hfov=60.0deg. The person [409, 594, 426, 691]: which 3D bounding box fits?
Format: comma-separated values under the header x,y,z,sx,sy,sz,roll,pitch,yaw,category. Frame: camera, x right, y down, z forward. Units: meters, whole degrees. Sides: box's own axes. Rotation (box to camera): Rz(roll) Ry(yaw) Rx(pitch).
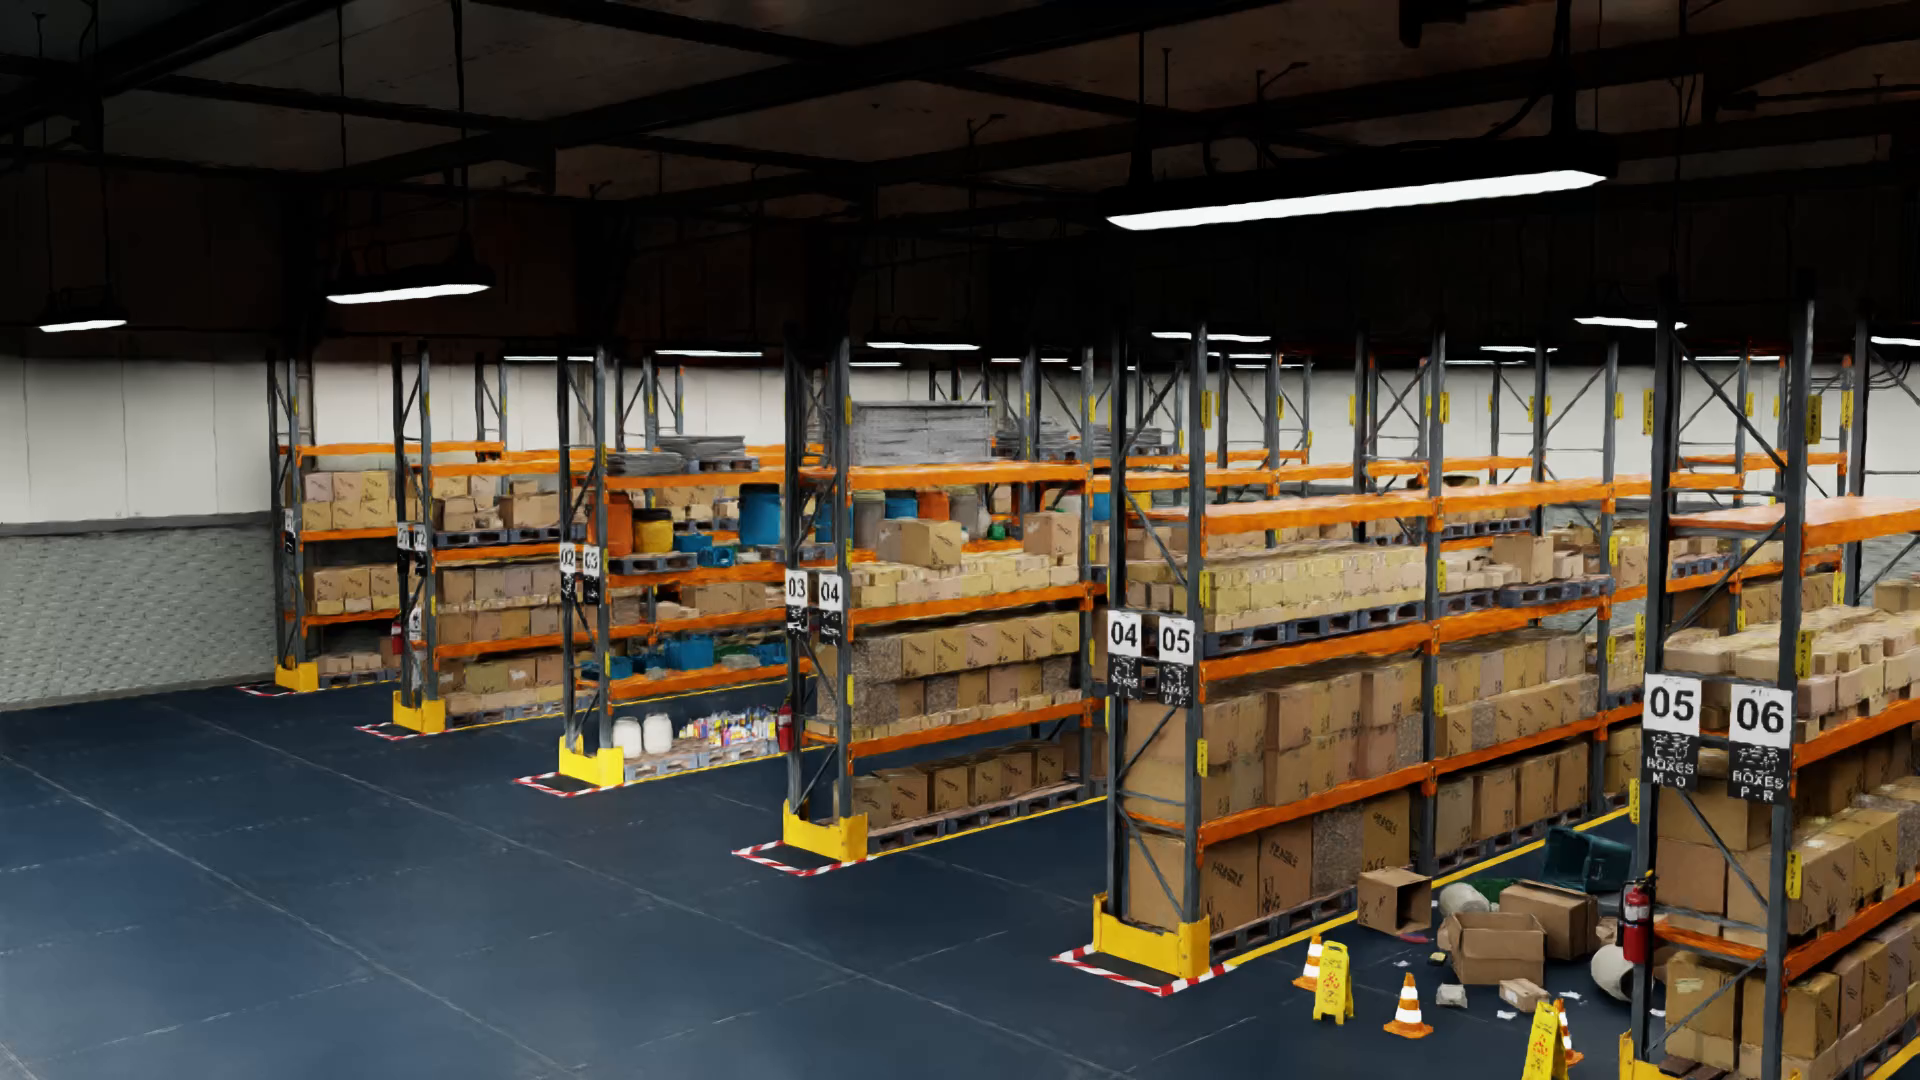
x,y,z,sx,sy,sz,roll,pitch,yaw,category
-9.605,1.777,29.335,0.586,1.711,0.969,2,5,23,person
